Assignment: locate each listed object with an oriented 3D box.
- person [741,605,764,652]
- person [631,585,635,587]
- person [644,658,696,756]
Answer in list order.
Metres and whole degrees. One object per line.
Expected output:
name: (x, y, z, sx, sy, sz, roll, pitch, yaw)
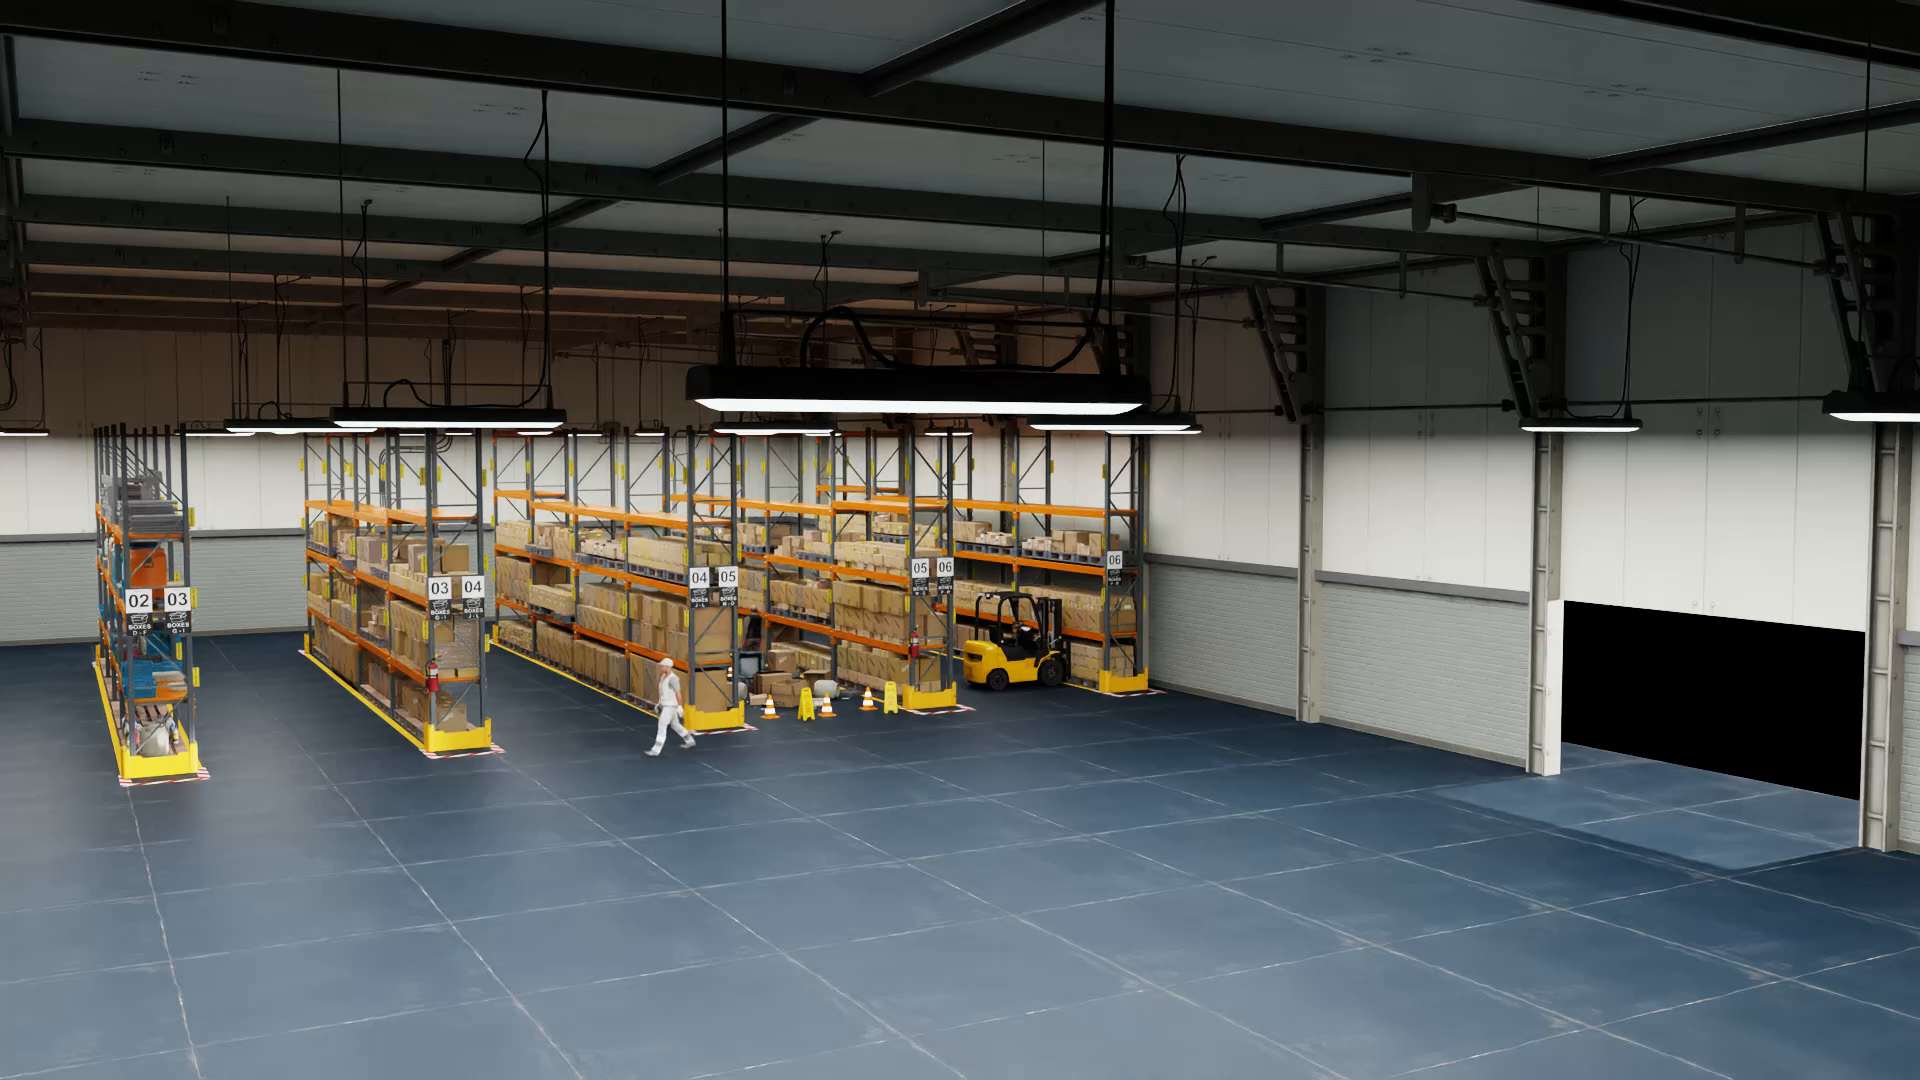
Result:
person: (-4.995, 2.421, 40.186, 0.569, 1.718, 0.461, -2, 4, -34)
person: (-9.107, 2.110, 46.029, 0.514, 1.665, 0.467, 0, 3, 8)
person: (-5.307, 3.021, 30.296, 1.036, 1.750, 0.545, -2, 4, -24)
